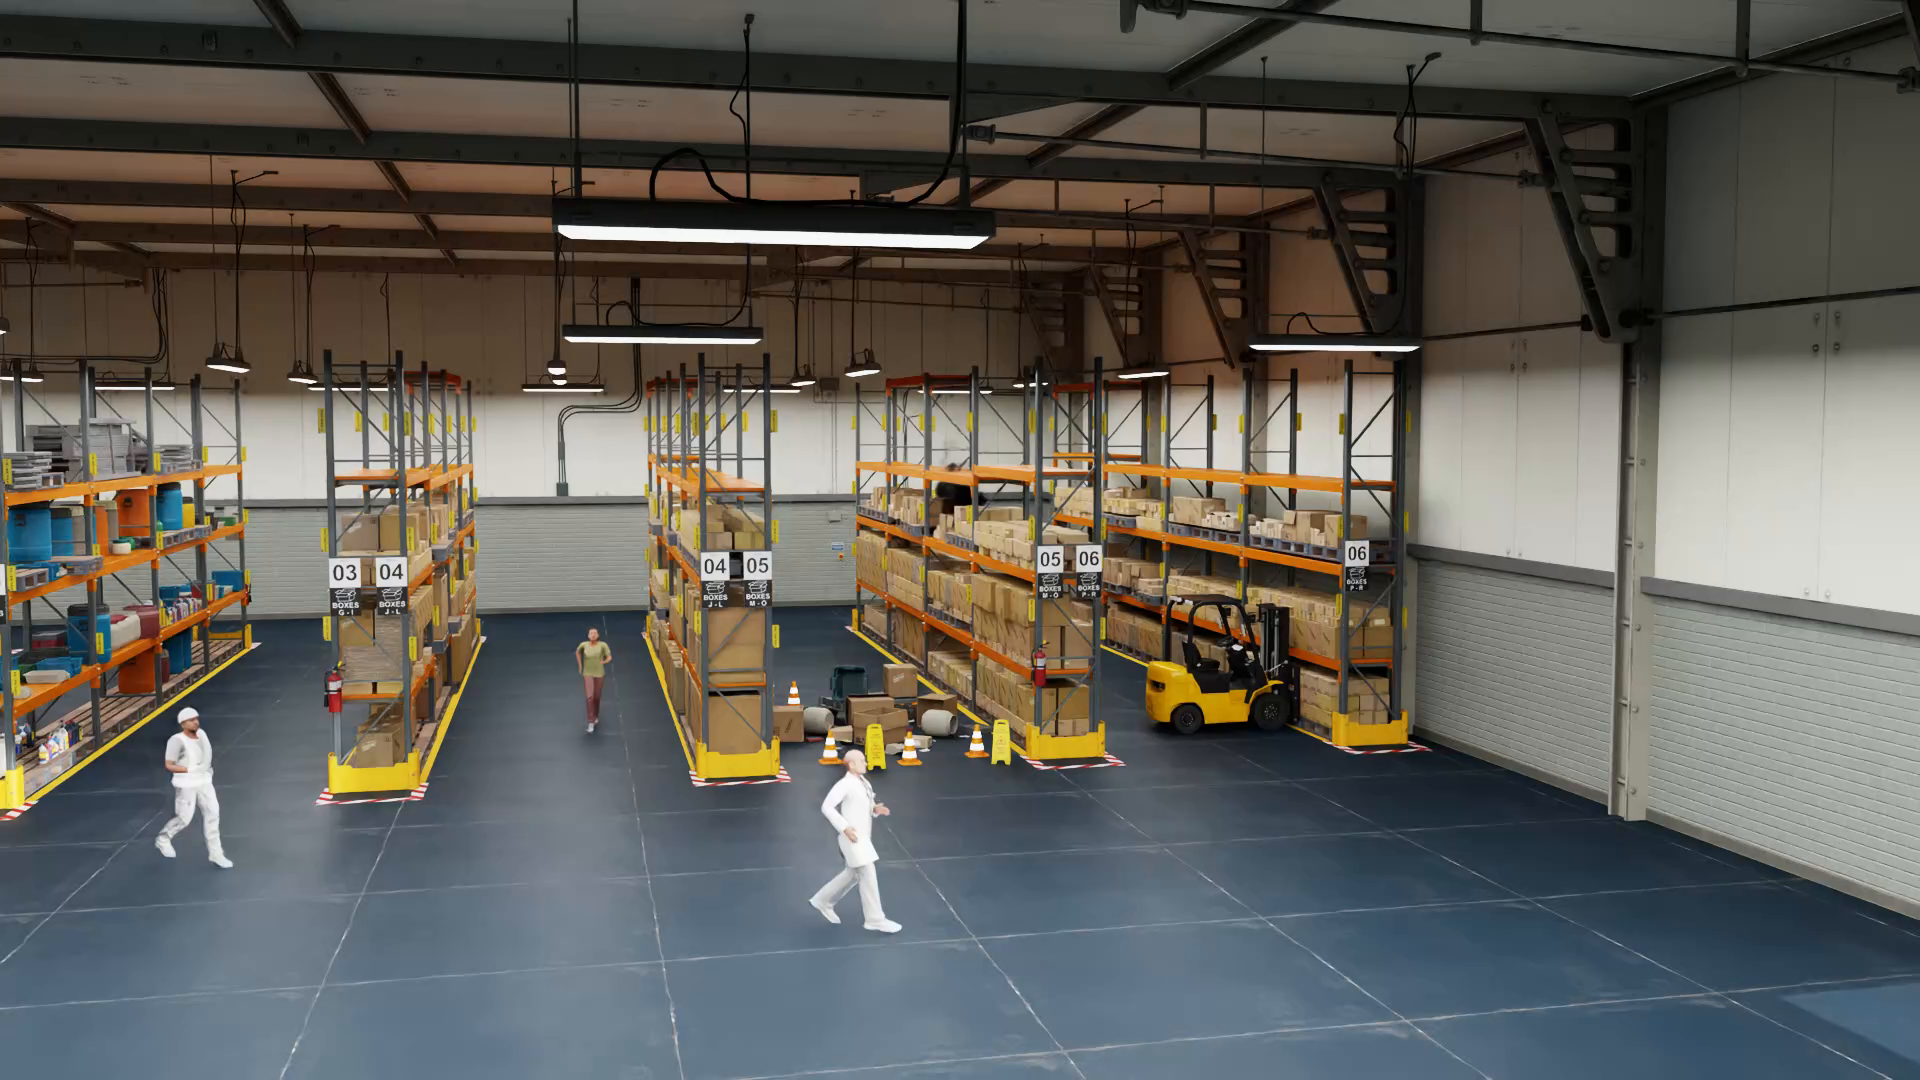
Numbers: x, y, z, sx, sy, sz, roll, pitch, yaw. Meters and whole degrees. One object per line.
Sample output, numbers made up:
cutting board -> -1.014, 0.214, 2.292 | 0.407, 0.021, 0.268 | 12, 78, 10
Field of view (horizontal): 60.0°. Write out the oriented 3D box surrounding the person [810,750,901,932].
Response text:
person -> -1.031, 2.947, 16.397 | 0.948, 1.769, 0.715 | 1, 4, 11

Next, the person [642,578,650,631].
person -> -7.338, 1.379, 40.345 | 0.804, 1.737, 0.656 | -2, 4, -21

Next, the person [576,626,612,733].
person -> -6.015, 2.267, 27.380 | 0.564, 1.716, 0.775 | -1, 4, -18

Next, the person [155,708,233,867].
person -> -8.703, 2.791, 18.832 | 0.976, 1.801, 0.690 | 1, 4, 20
